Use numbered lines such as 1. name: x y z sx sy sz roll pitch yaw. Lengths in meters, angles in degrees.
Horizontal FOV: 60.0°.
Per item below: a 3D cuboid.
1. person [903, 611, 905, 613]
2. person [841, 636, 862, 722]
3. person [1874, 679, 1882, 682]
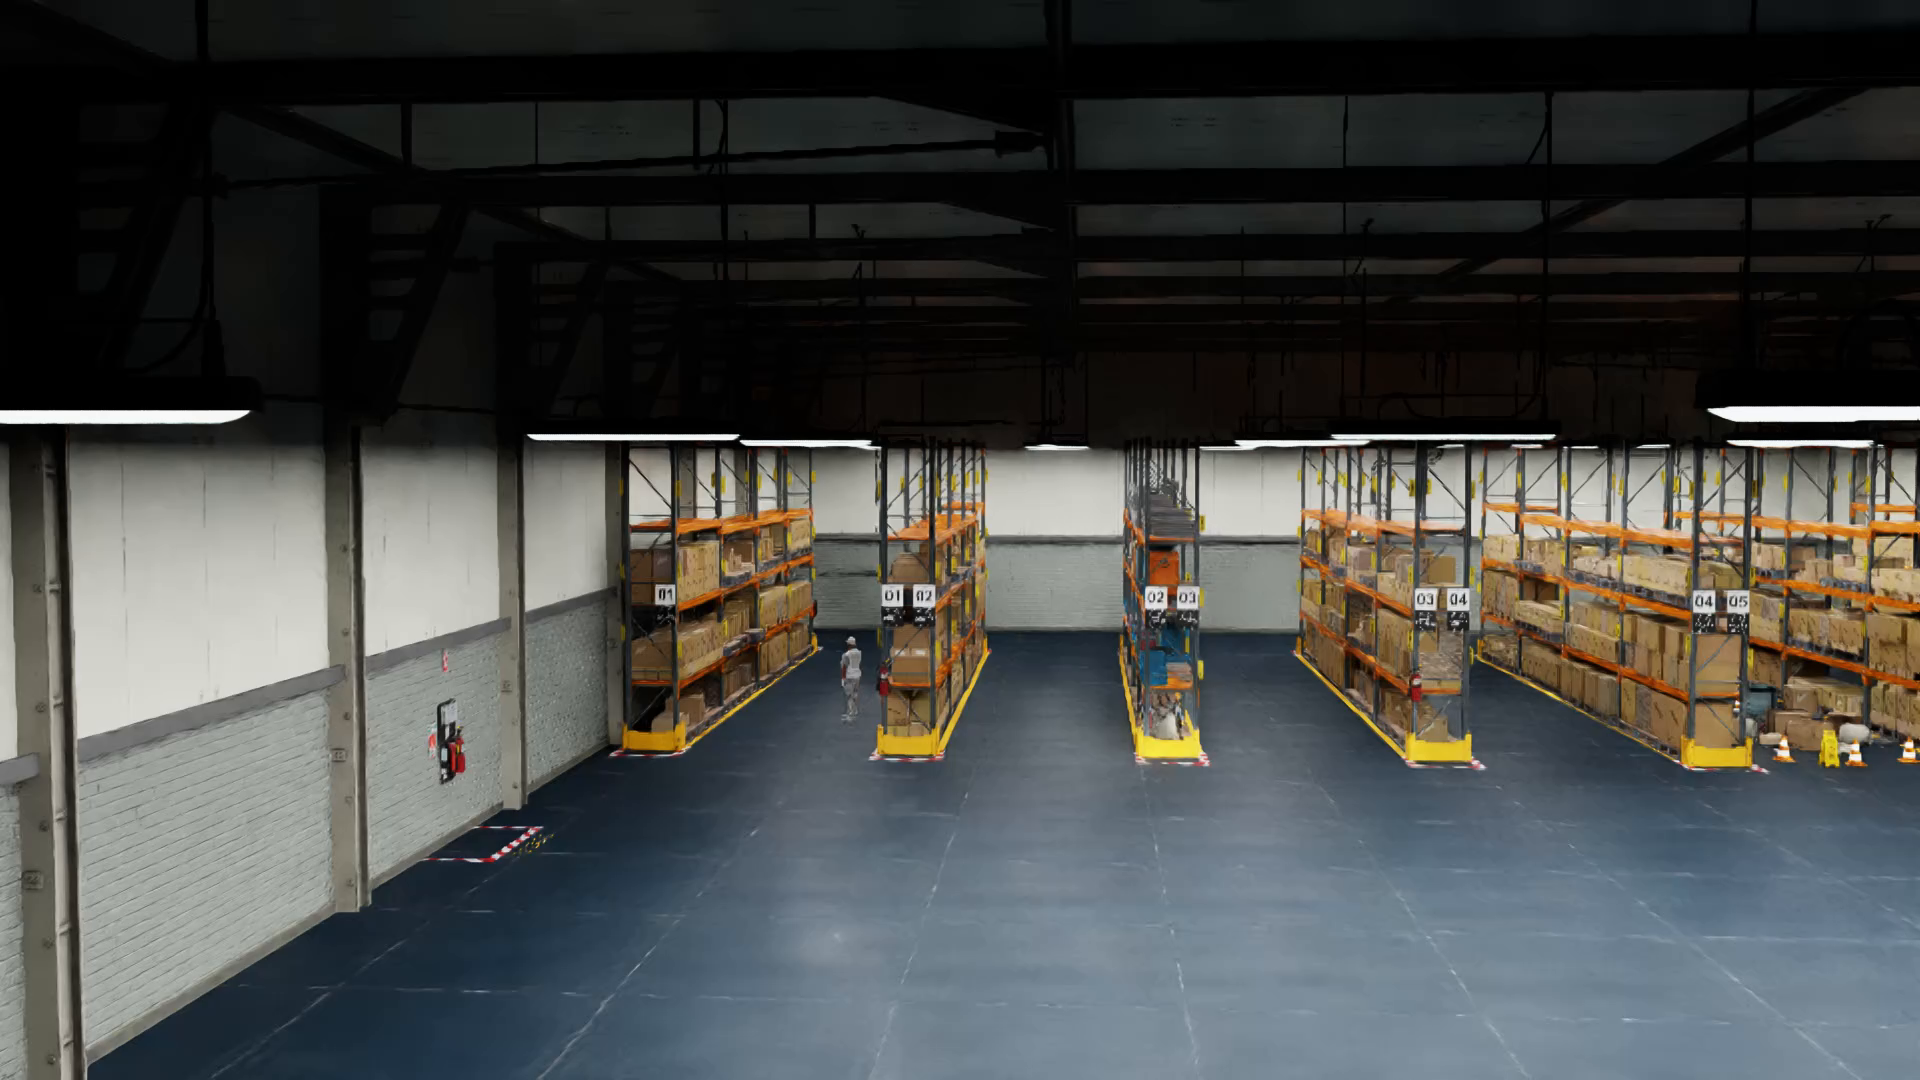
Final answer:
1. person: -1.575 2.461 45.169 0.455 1.677 0.525 2 4 34
2. person: -2.353 2.930 35.203 0.495 1.784 0.614 2 4 35
3. person: 22.730 2.641 40.692 0.581 1.785 0.664 1 3 24
